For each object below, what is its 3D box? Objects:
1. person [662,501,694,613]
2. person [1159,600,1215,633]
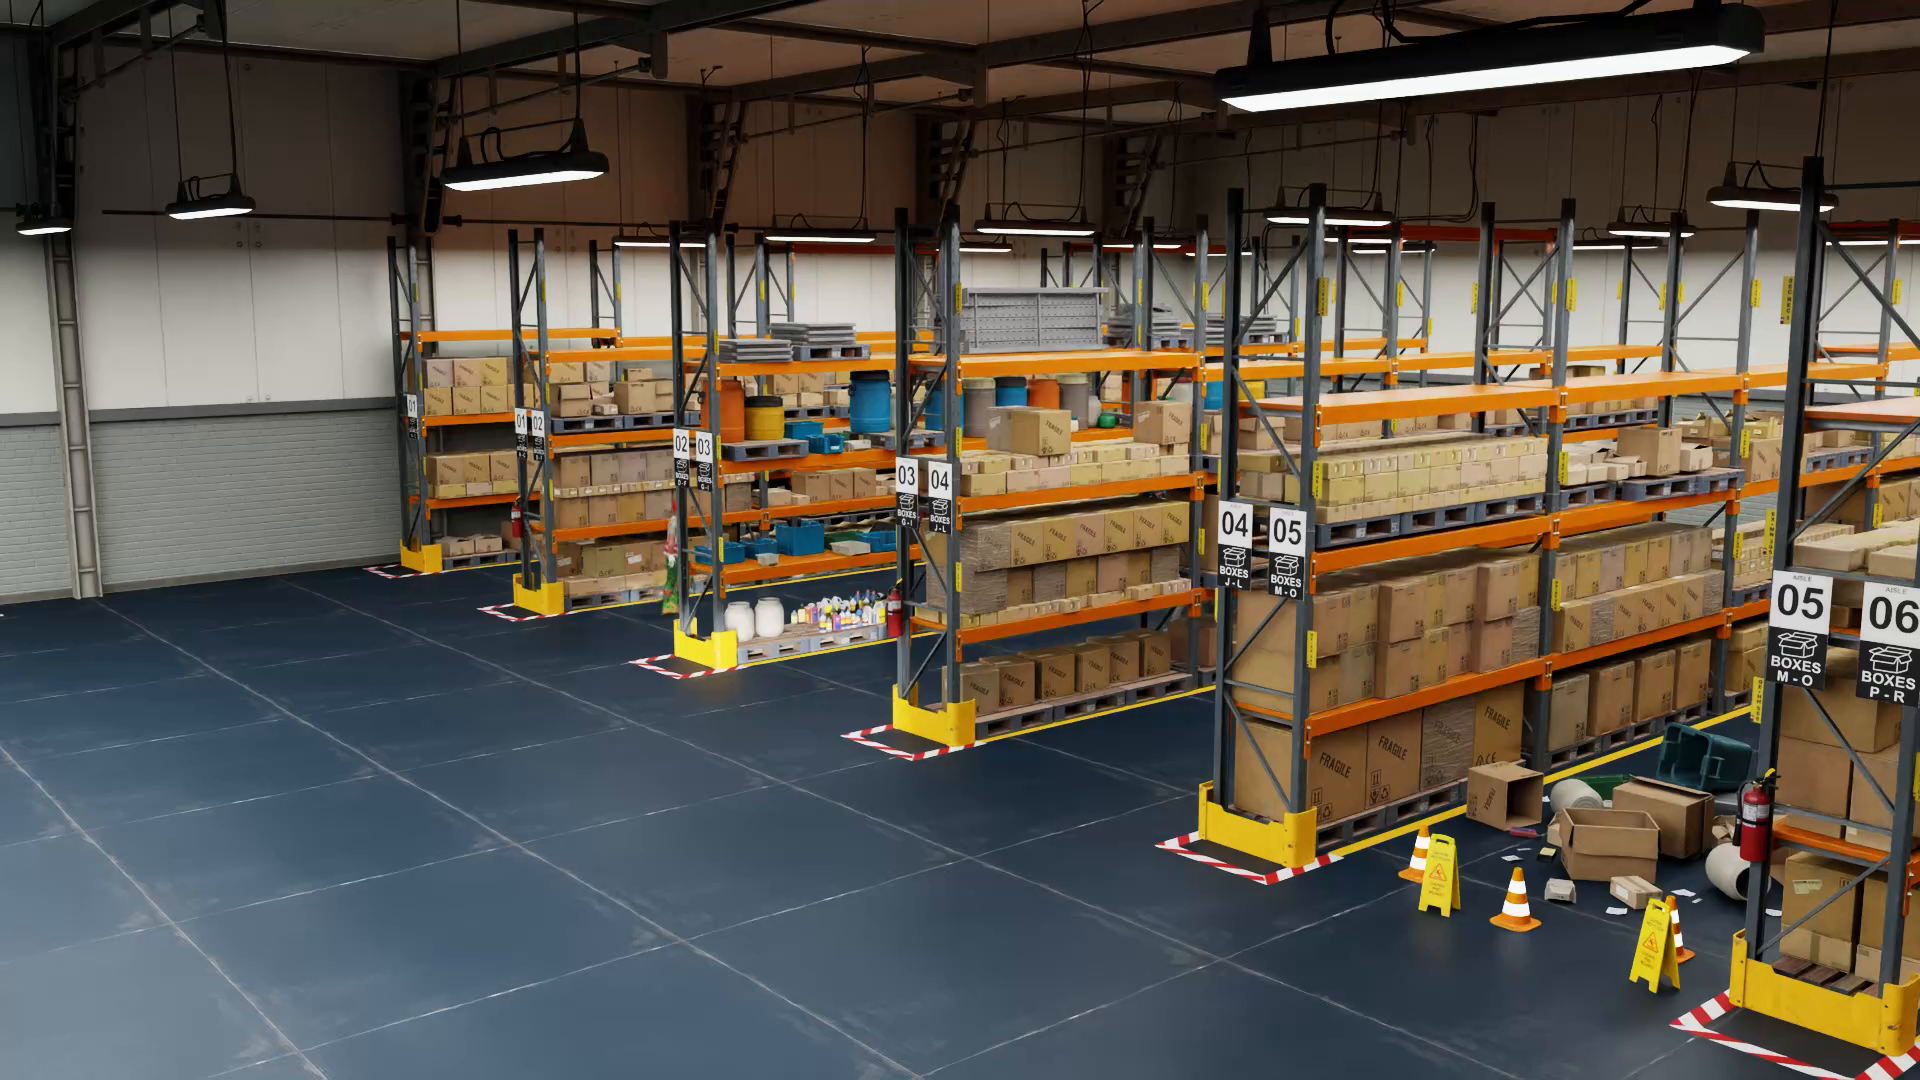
[{"bbox_3d":[-4.476,0.257,26.194,0.507,1.768,0.559,-4,10,-26],"label":"person"},{"bbox_3d":[3.442,0.535,24.531,0.527,1.707,1.081,9,12,44],"label":"person"}]
